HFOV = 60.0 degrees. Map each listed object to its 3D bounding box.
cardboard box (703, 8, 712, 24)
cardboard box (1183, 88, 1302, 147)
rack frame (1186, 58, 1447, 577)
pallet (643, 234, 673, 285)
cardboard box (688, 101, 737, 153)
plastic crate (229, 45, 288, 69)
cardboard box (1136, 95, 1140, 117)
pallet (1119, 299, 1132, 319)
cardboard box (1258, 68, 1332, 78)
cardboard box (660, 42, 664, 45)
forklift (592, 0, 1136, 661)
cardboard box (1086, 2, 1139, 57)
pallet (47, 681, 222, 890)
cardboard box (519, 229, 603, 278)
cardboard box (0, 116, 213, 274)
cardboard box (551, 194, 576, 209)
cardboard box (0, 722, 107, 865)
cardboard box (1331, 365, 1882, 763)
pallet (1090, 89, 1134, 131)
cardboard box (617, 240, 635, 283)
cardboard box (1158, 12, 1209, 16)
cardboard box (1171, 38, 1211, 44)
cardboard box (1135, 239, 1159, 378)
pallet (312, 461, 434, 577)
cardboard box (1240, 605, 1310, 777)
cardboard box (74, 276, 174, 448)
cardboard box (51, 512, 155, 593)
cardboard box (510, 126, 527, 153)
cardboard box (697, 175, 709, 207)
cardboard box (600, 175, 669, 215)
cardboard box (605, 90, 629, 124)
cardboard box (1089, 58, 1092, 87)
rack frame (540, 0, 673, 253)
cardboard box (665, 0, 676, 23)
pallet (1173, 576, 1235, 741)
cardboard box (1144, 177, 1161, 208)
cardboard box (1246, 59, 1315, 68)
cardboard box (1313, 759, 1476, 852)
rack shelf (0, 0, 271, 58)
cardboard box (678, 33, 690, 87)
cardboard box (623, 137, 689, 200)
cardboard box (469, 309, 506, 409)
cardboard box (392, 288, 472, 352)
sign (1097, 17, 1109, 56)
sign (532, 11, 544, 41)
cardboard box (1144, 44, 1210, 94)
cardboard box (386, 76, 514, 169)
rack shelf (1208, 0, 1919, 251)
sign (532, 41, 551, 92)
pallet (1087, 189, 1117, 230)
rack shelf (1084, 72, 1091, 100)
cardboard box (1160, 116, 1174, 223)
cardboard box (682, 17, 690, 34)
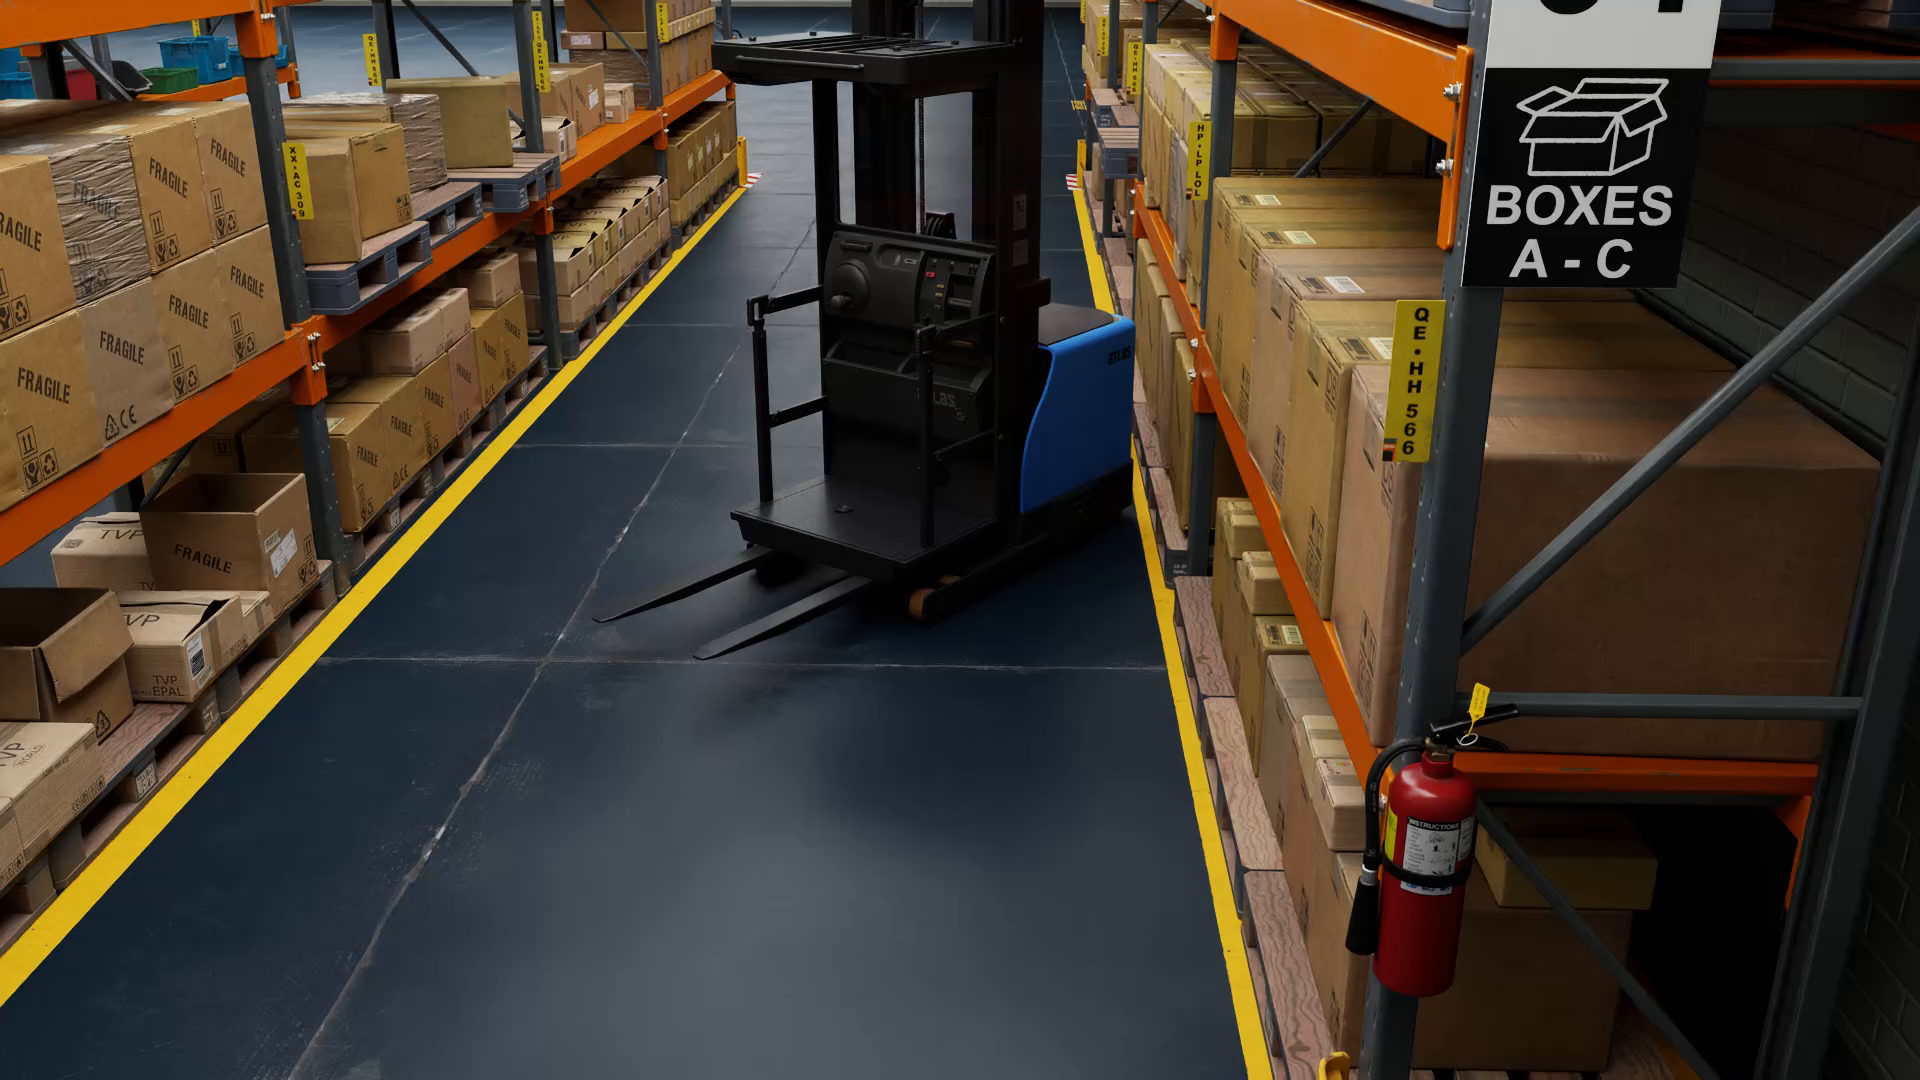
[{"bbox_3d":[-2.862,-5.599,17.776,0.380,0.149,0.250,1,21,3],"label":"cardboard box"},{"bbox_3d":[1.335,-1.993,7.905,0.500,0.250,0.500,1,21,3],"label":"cardboard box"},{"bbox_3d":[1.552,-1.093,7.198,1.000,3.000,0.127,1,21,2],"label":"rack frame"},{"bbox_3d":[-3.140,-2.471,14.606,1.003,0.211,1.213,1,21,2],"label":"pallet"},{"bbox_3d":[-2.754,-4.551,18.295,0.500,0.500,0.500,1,21,2],"label":"cardboard box"},{"bbox_3d":[-7.702,-5.287,18.213,0.499,0.251,0.616,1,21,2],"label":"plastic crate"},{"bbox_3d":[1.693,-3.411,12.428,0.700,0.500,0.500,1,21,2],"label":"cardboard box"},{"bbox_3d":[1.699,-1.521,12.158,1.003,0.211,1.213,1,21,2],"label":"pallet"},{"bbox_3d":[1.866,-2.359,8.849,0.500,0.250,0.500,0,21,0],"label":"cardboard box"},{"bbox_3d":[-2.941,-4.666,15.374,0.380,0.149,0.250,0,21,0],"label":"cardboard box"},{"bbox_3d":[-0.380,-1.187,7.536,1.130,2.935,3.031,15,26,35],"label":"forklift"},{"bbox_3d":[1.555,-5.186,16.890,0.500,0.500,0.500,0,21,0],"label":"cardboard box"},{"bbox_3d":[-3.456,0.845,6.060,1.003,0.211,1.213,1,21,2],"label":"pallet"},{"bbox_3d":[-2.961,-2.143,12.352,0.500,0.311,0.500,0,21,0],"label":"cardboard box"},{"bbox_3d":[-3.169,-1.287,6.180,0.500,0.500,0.500,0,21,1],"label":"cardboard box"},{"bbox_3d":[-3.453,-2.699,13.783,0.500,0.311,0.500,0,21,0],"label":"cardboard box"},{"bbox_3d":[-3.191,0.822,5.456,0.500,0.250,0.500,1,21,2],"label":"cardboard box"},{"bbox_3d":[1.436,0.029,3.892,0.980,0.700,0.700,2,21,4],"label":"cardboard box"},{"bbox_3d":[1.626,-3.621,13.979,1.003,0.211,1.213,1,21,2],"label":"pallet"},{"bbox_3d":[-2.928,-2.247,13.394,0.500,0.250,0.500,1,21,3],"label":"cardboard box"},{"bbox_3d":[2.038,-4.629,15.455,0.500,0.500,0.500,1,21,1],"label":"cardboard box"},{"bbox_3d":[1.649,-3.334,11.333,0.380,0.149,0.250,-3,21,-7],"label":"cardboard box"},{"bbox_3d":[1.520,-1.468,10.557,0.750,0.750,0.750,0,21,1],"label":"cardboard box"},{"bbox_3d":[-3.413,-0.140,8.598,1.003,0.211,1.213,1,21,2],"label":"pallet"},{"bbox_3d":[1.390,0.513,5.934,0.700,0.500,0.500,1,21,3],"label":"cardboard box"},{"bbox_3d":[-3.186,-0.637,5.885,0.500,0.500,0.500,1,21,3],"label":"cardboard box"},{"bbox_3d":[-3.629,0.052,7.357,0.500,0.311,0.500,1,21,2],"label":"cardboard box"},{"bbox_3d":[-3.223,-2.681,11.416,0.500,0.311,0.500,2,21,5],"label":"cardboard box"},{"bbox_3d":[-2.799,-3.478,16.566,0.500,0.250,0.500,1,21,2],"label":"cardboard box"},{"bbox_3d":[-2.882,-3.064,14.724,0.500,0.311,0.500,1,21,2],"label":"cardboard box"},{"bbox_3d":[-3.000,-3.656,13.989,0.396,0.266,0.258,0,21,0],"label":"cardboard box"},{"bbox_3d":[1.544,-4.643,16.528,0.500,0.250,0.500,1,21,2],"label":"cardboard box"},{"bbox_3d":[-3.156,-4.038,14.790,1.000,3.000,0.127,1,21,2],"label":"rack frame"},{"bbox_3d":[-3.119,-5.214,15.888,0.700,0.500,0.500,1,21,2],"label":"cardboard box"},{"bbox_3d":[1.450,0.482,6.996,1.003,0.211,1.213,1,21,2],"label":"pallet"},{"bbox_3d":[1.323,-2.128,10.187,0.380,0.149,0.250,1,21,3],"label":"cardboard box"},{"bbox_3d":[1.881,-2.543,9.324,0.500,0.250,0.500,0,21,0],"label":"cardboard box"},{"bbox_3d":[1.173,0.718,4.509,0.380,0.149,0.250,0,21,1],"label":"cardboard box"},{"bbox_3d":[-3.461,-1.486,5.059,1.077,0.370,4.000,1,21,2],"label":"rack shelf"},{"bbox_3d":[-3.106,-4.803,16.622,0.700,0.500,0.500,1,21,3],"label":"cardboard box"},{"bbox_3d":[-2.829,-3.466,15.499,0.500,0.500,0.500,1,21,2],"label":"cardboard box"},{"bbox_3d":[-3.088,-1.104,10.074,0.500,0.500,0.500,0,21,0],"label":"cardboard box"},{"bbox_3d":[-3.096,-1.250,9.415,0.500,0.250,0.500,0,21,1],"label":"cardboard box"},{"bbox_3d":[1.253,-4.392,14.504,0.100,0.325,0.005,1,21,2],"label":"sign"},{"bbox_3d":[-3.711,-4.484,14.633,0.100,0.325,0.005,1,21,2],"label":"sign"},{"bbox_3d":[1.401,-2.911,10.272,0.500,0.250,0.500,1,21,3],"label":"cardboard box"},{"bbox_3d":[-3.185,-2.605,10.378,0.700,0.500,0.500,-7,22,-16],"label":"cardboard box"},{"bbox_3d":[1.491,-1.432,4.922,1.077,0.370,4.000,1,21,2],"label":"rack shelf"},{"bbox_3d":[-2.735,-3.092,10.861,0.100,0.325,0.005,1,21,2],"label":"sign"},{"bbox_3d":[1.815,-3.371,16.924,1.003,0.211,1.213,1,21,2],"label":"pallet"},{"bbox_3d":[1.856,-4.373,16.647,1.077,0.370,4.000,1,21,2],"label":"rack shelf"},{"bbox_3d":[1.353,-2.004,8.969,0.500,0.500,0.500,1,21,3],"label":"cardboard box"},{"bbox_3d":[-2.901,-5.132,16.575,0.380,0.149,0.250,0,21,1],"label":"cardboard box"}]
